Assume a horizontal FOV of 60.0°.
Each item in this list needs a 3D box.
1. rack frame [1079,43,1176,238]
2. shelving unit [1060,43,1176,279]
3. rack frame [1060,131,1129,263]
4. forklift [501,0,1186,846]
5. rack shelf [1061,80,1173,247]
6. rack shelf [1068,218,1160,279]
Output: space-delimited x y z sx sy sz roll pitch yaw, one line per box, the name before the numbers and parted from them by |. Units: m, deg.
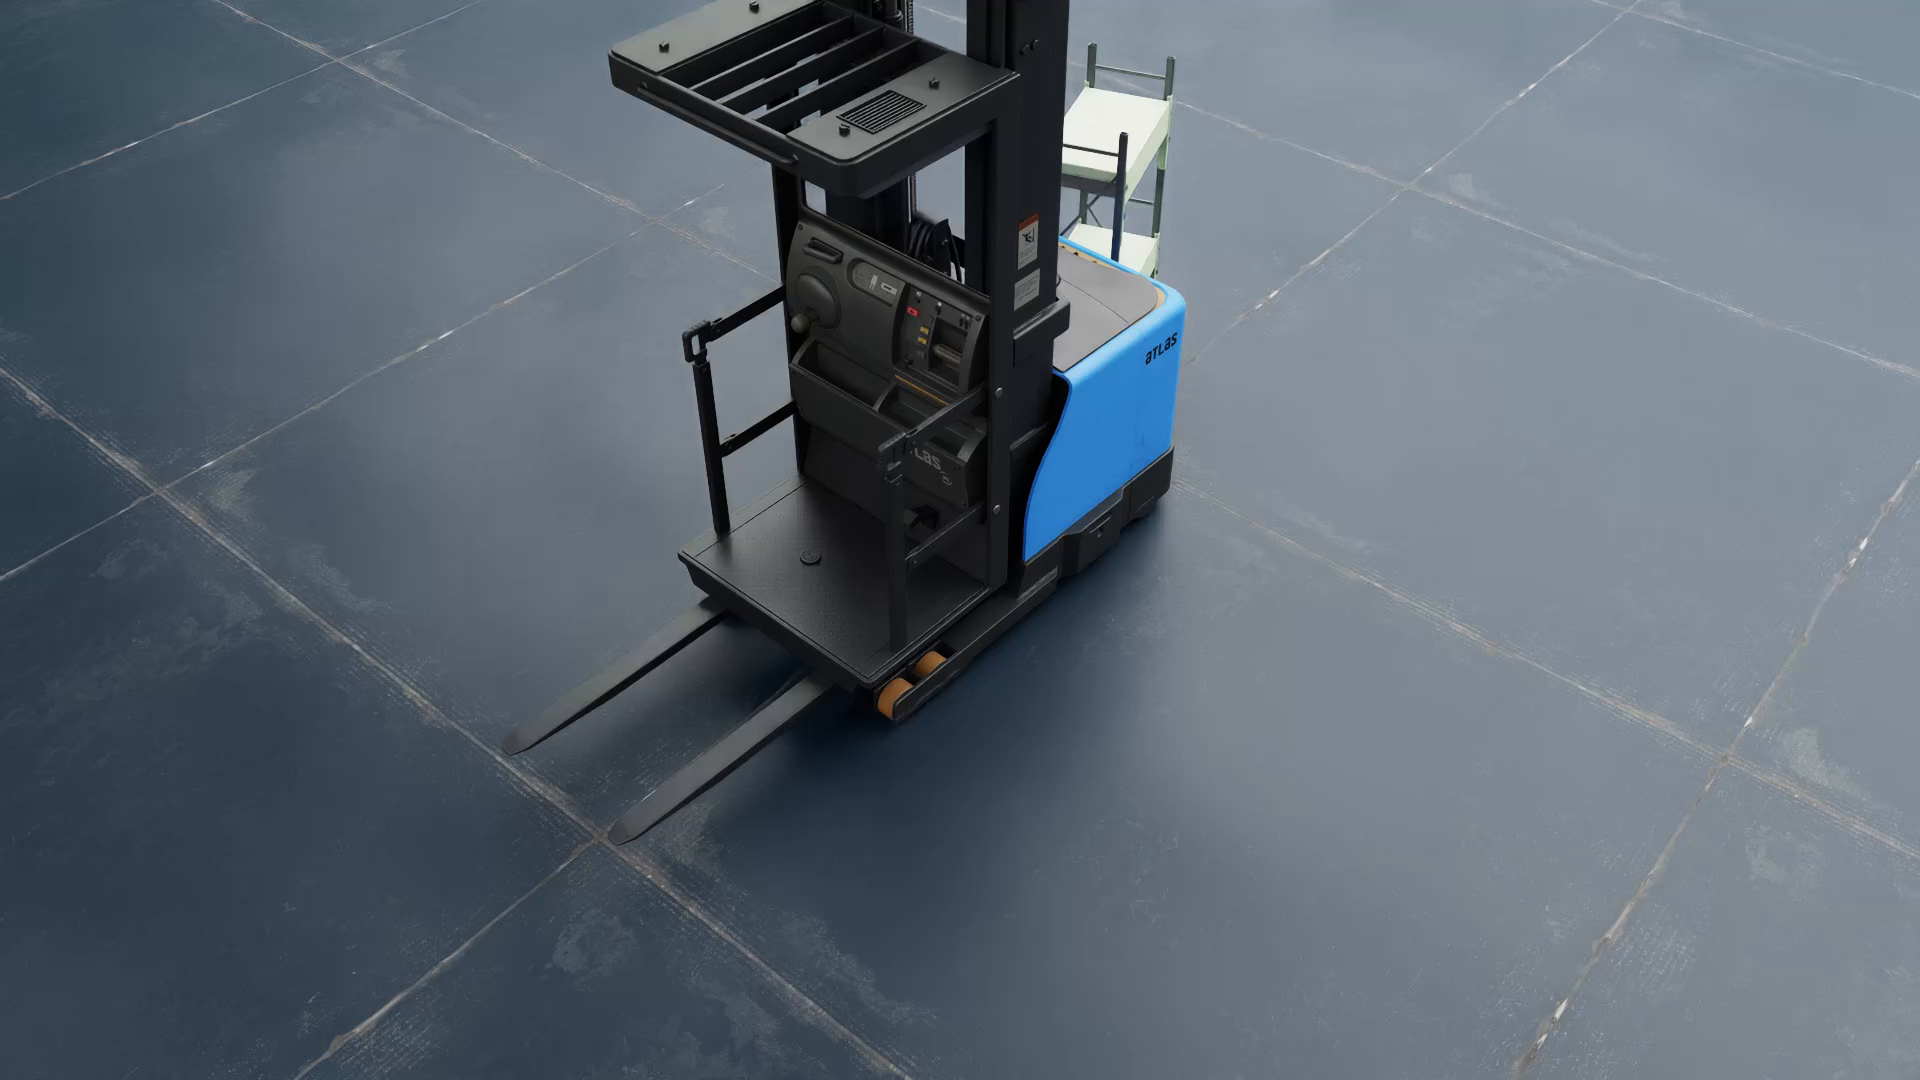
rack frame | 0.767 -1.629 7.926 0.400 1.500 0.023 14 44 15
shelving unit | 0.637 -1.398 7.673 0.431 1.500 0.755 14 44 15
rack frame | 0.507 -1.168 7.420 0.400 1.500 0.023 14 44 15
forklift | -0.422 -0.769 5.917 1.130 2.935 3.031 31 51 30
rack shelf | 0.637 -1.687 7.411 0.431 0.370 0.720 14 44 15
rack shelf | 0.637 -1.157 7.892 0.431 0.370 0.720 14 44 15
